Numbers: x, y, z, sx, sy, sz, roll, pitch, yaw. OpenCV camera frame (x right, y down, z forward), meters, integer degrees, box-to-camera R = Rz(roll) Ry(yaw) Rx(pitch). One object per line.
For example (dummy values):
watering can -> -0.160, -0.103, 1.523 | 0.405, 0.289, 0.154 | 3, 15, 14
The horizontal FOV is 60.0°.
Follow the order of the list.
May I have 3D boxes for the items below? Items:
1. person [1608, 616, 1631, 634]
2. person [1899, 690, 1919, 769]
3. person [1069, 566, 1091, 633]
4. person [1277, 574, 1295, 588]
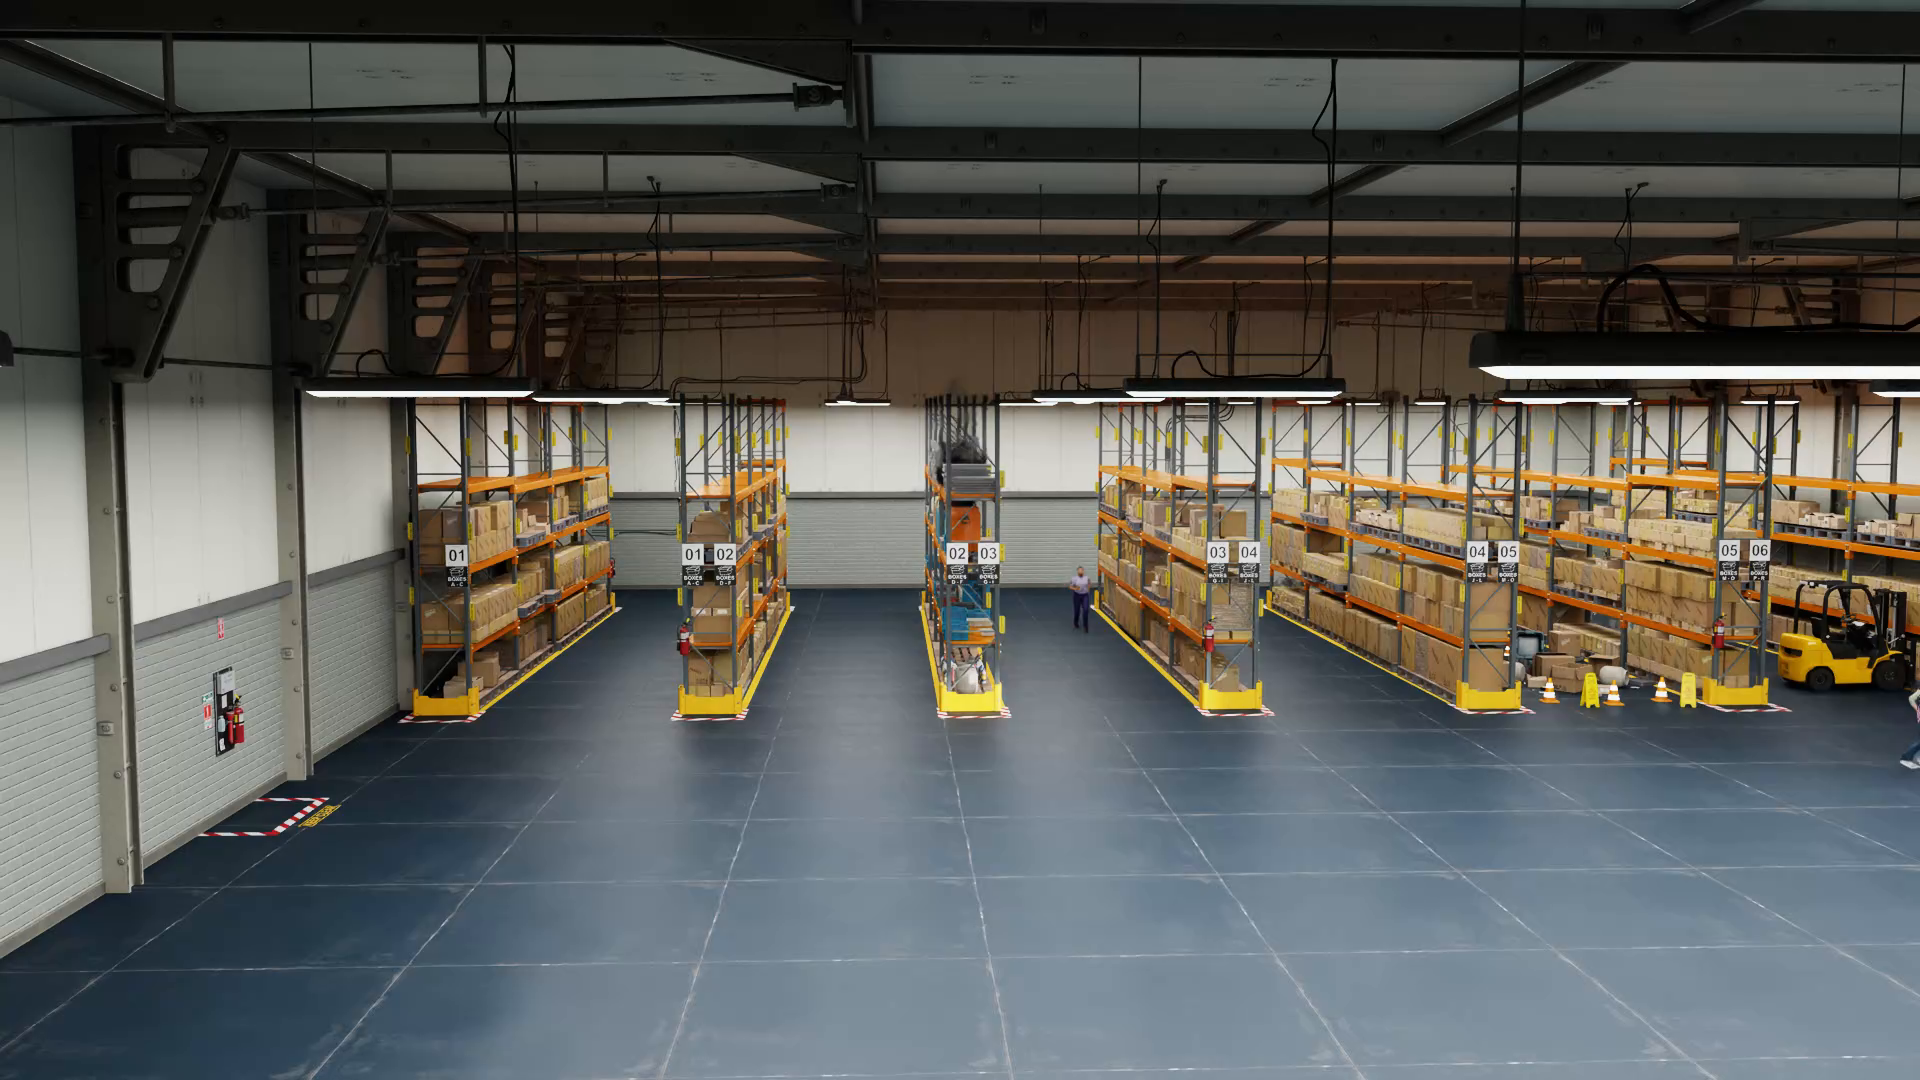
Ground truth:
person -> 16.143, 1.617, 40.643 | 0.646, 1.818, 0.938 | -1, 5, -7
person -> 15.173, 2.918, 26.096 | 0.520, 1.515, 0.730 | -4, 6, -41
person -> 3.098, 1.517, 42.761 | 0.604, 1.657, 0.893 | -1, 5, -7
person -> 9.688, 1.048, 49.148 | 0.699, 1.626, 0.646 | 1, 5, 16
